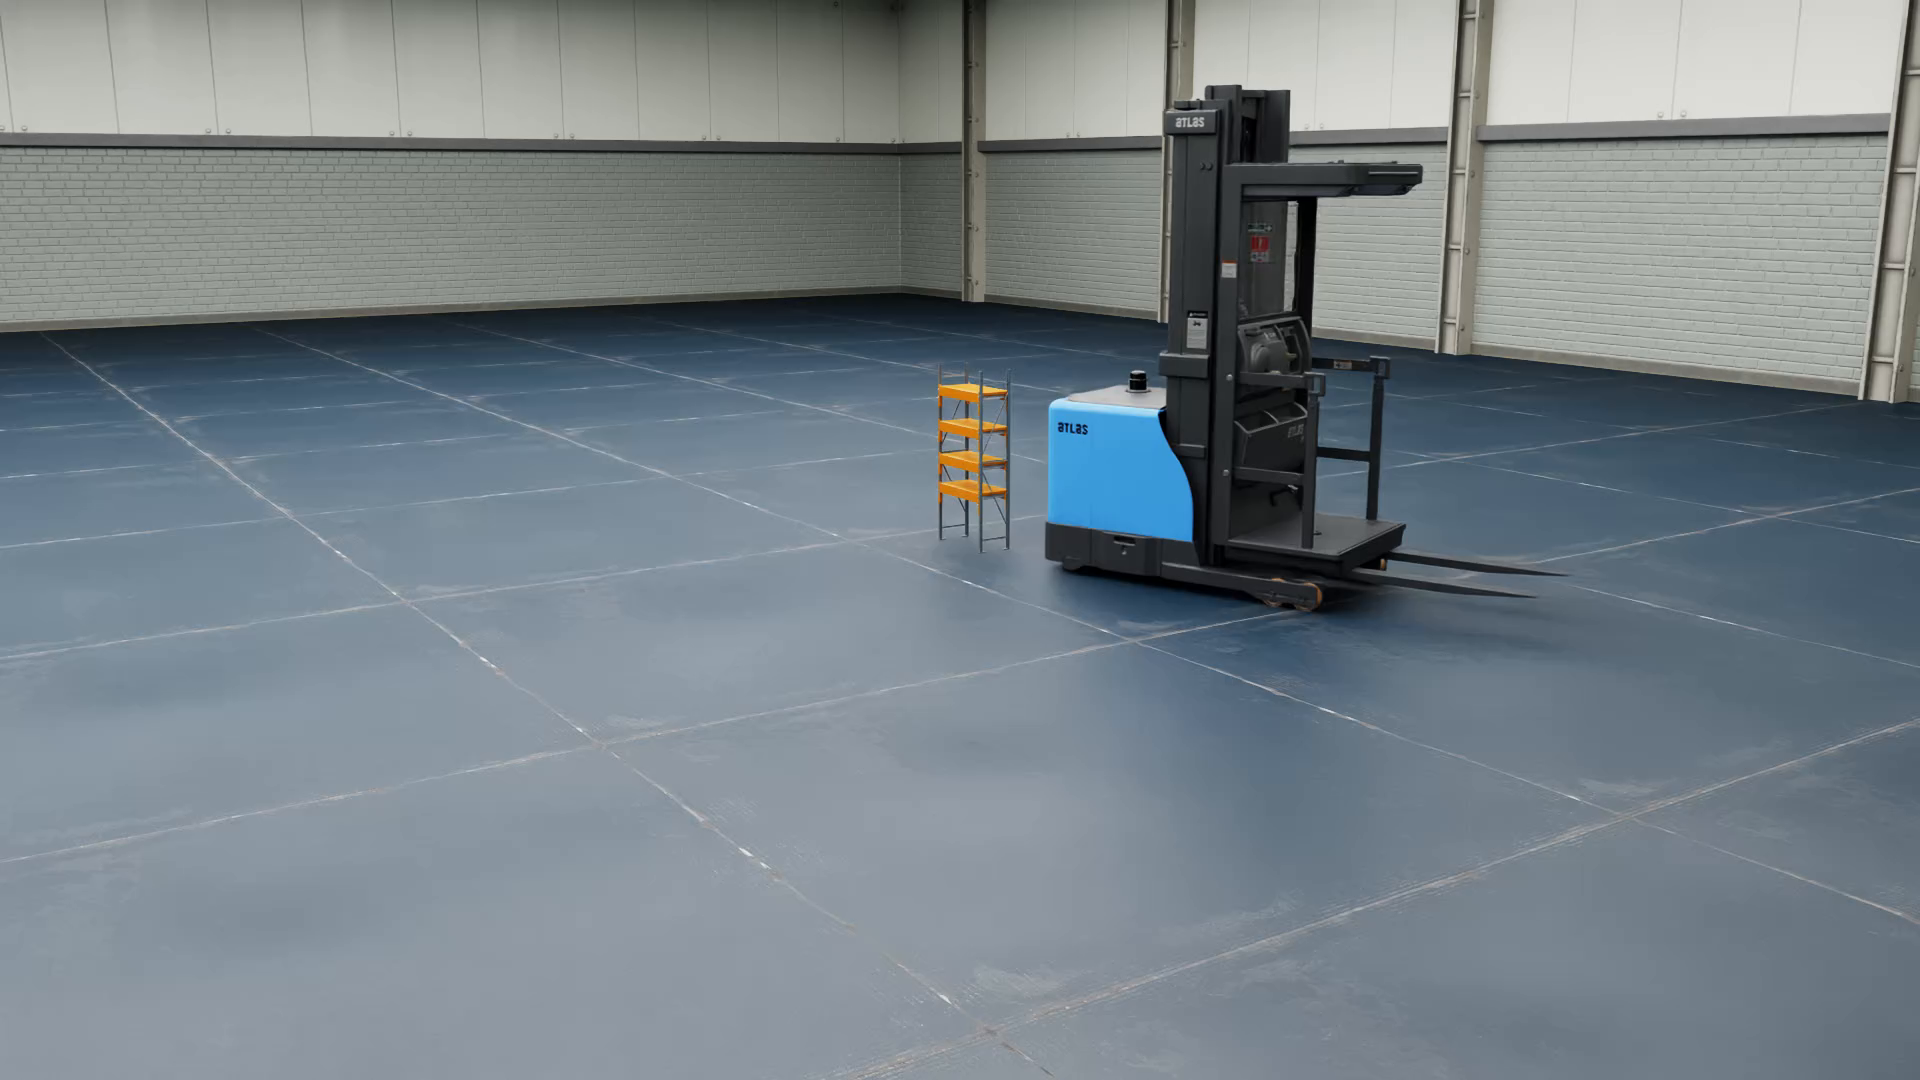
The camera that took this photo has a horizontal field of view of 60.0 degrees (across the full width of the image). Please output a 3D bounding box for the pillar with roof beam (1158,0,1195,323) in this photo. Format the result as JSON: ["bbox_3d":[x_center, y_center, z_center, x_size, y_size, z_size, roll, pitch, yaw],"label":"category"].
[{"bbox_3d":[0.011,-7.573,24.929,9.100,9.000,0.400,-8,15,-33],"label":"pillar with roof beam"}]

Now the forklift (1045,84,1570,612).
[{"bbox_3d":[2.038,-1.152,9.769,3.031,2.935,1.130,8,15,34],"label":"forklift"}]

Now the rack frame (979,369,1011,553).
[{"bbox_3d":[0.227,-0.513,10.901,0.240,1.200,0.015,-8,15,-33],"label":"rack frame"}]

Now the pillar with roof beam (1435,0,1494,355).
[{"bbox_3d":[3.336,-6.506,20.050,9.100,9.000,0.400,-8,15,-33],"label":"pillar with roof beam"}]

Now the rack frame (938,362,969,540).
[{"bbox_3d":[-0.043,-0.600,11.297,0.240,1.200,0.015,-8,15,-33],"label":"rack frame"}]

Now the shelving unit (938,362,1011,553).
[{"bbox_3d":[0.092,-0.557,11.099,0.258,1.200,0.503,-8,15,-33],"label":"shelving unit"}]

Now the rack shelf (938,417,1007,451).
[{"bbox_3d":[0.092,-0.710,11.066,0.258,0.148,0.480,-8,15,-33],"label":"rack shelf"}]

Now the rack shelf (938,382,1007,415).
[{"bbox_3d":[0.092,-0.941,11.015,0.258,0.148,0.480,-8,15,-33],"label":"rack shelf"}]

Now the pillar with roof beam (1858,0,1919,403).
[{"bbox_3d":[6.660,-5.439,15.170,9.100,9.000,0.400,-8,15,-33],"label":"pillar with roof beam"}]

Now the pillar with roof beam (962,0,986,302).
[{"bbox_3d":[-3.313,-8.640,29.809,9.100,9.000,0.400,-8,15,-33],"label":"pillar with roof beam"}]

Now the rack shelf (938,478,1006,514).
[{"bbox_3d":[0.092,-0.297,11.156,0.258,0.148,0.480,-8,15,-33],"label":"rack shelf"}]

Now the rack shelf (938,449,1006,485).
[{"bbox_3d":[0.092,-0.491,11.113,0.258,0.148,0.480,-8,15,-33],"label":"rack shelf"}]
